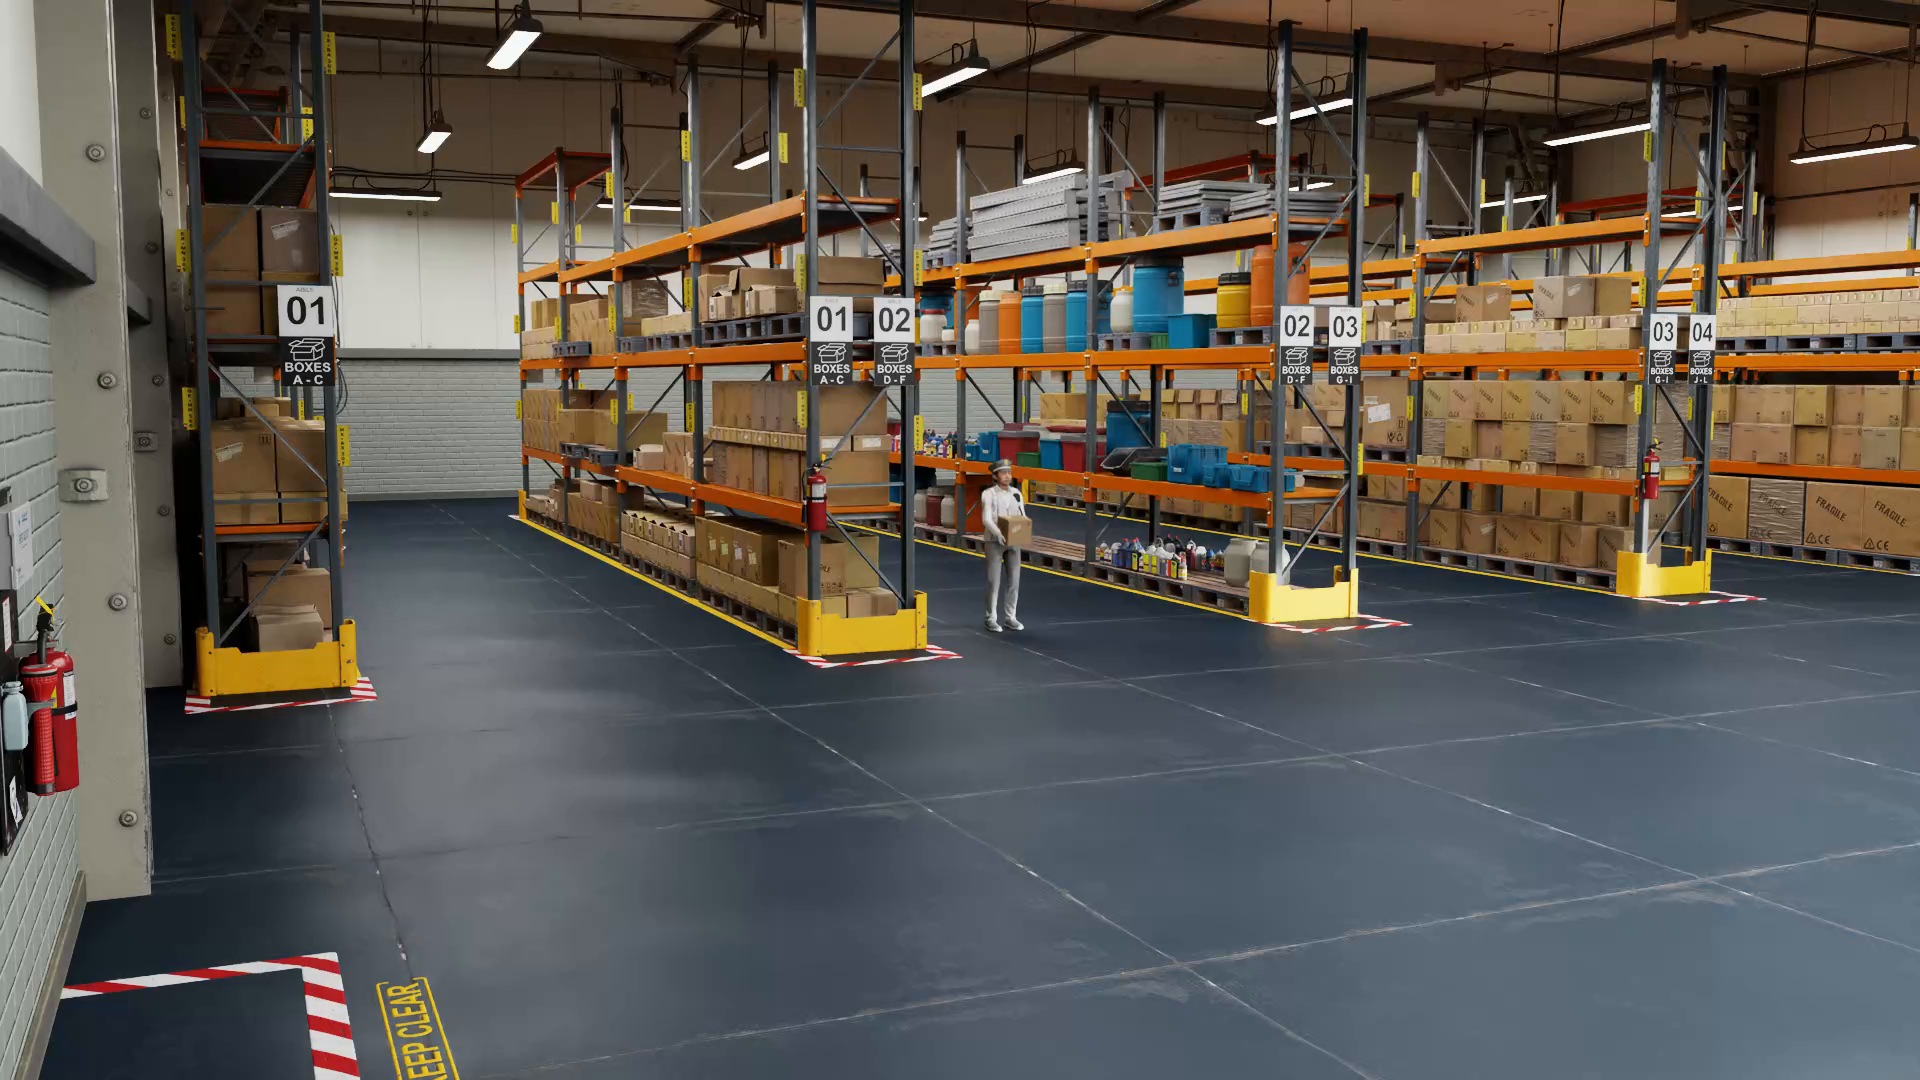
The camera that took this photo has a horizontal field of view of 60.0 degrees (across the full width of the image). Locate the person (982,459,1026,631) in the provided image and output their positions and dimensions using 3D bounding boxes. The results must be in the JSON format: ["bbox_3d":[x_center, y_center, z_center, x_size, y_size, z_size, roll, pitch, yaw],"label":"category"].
[{"bbox_3d":[0.455,0.046,16.372,0.469,1.690,0.550,-2,6,-24],"label":"person"}]
